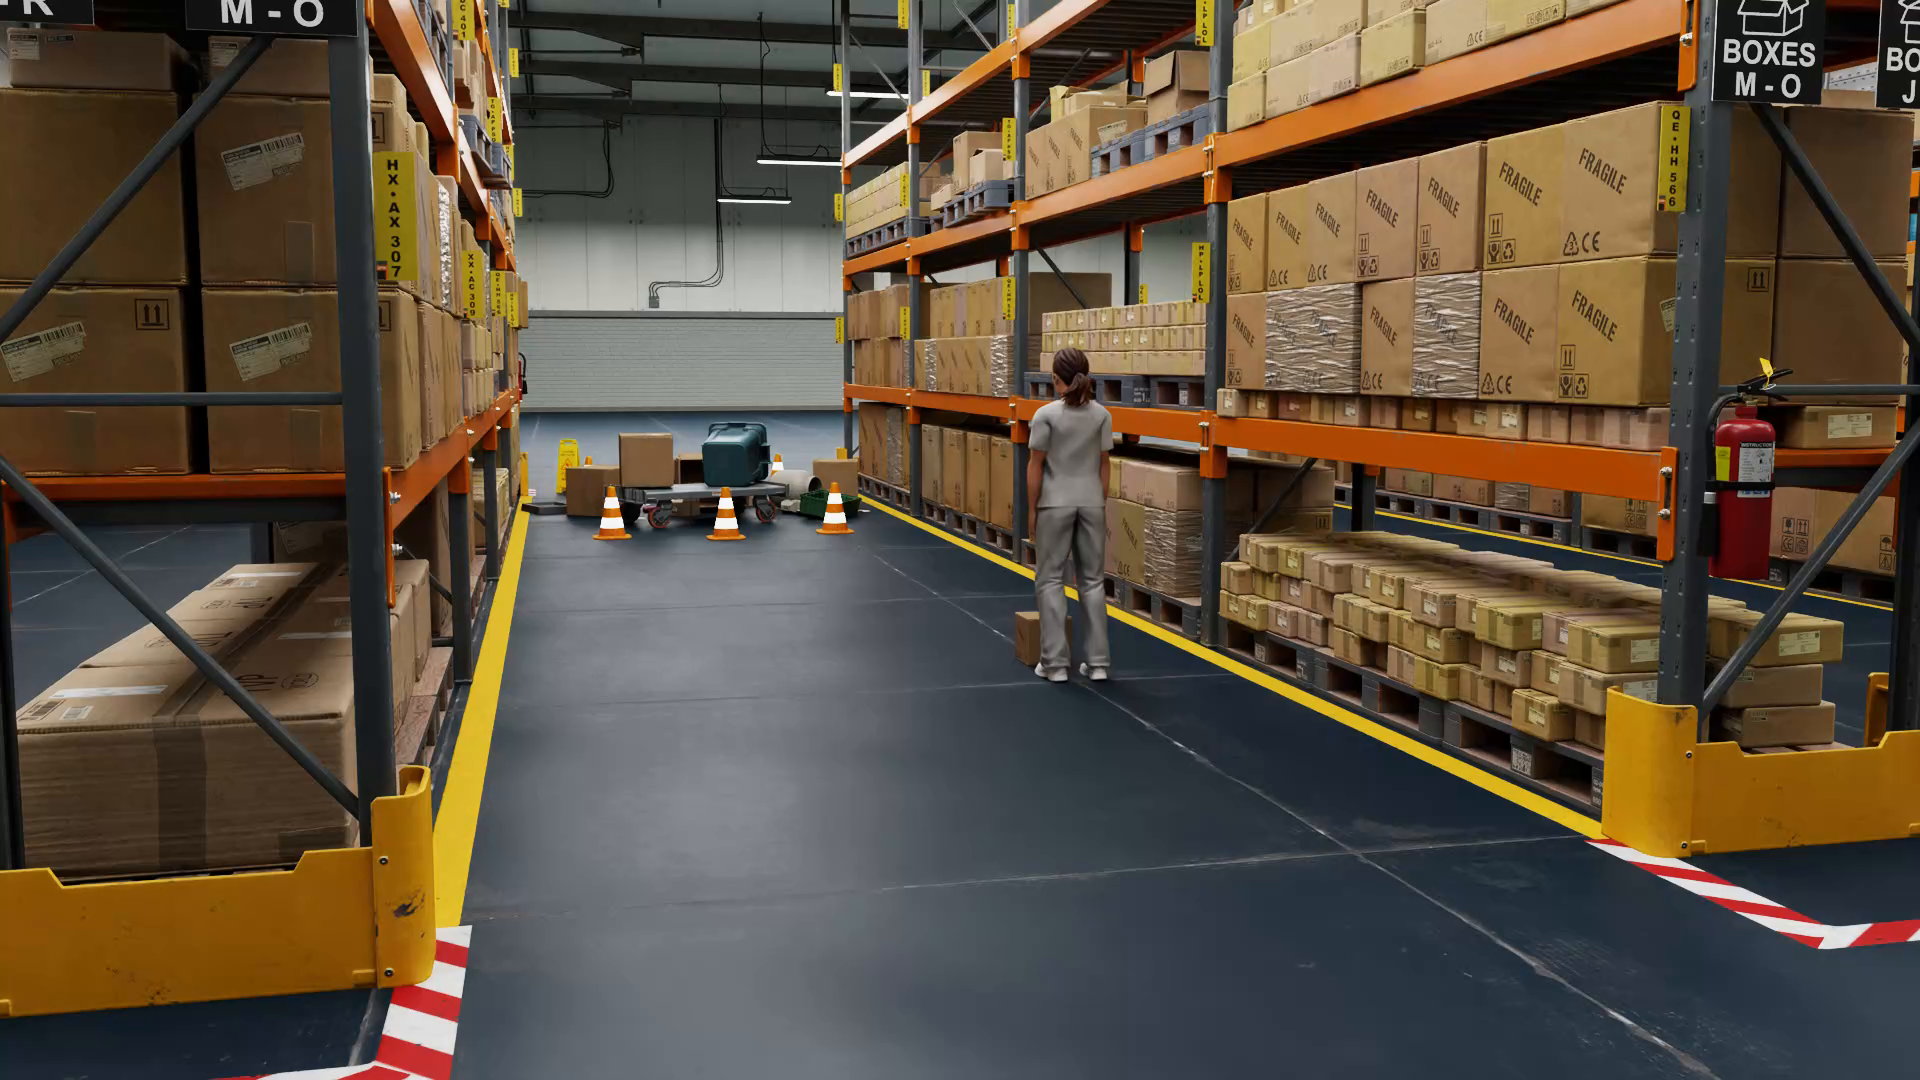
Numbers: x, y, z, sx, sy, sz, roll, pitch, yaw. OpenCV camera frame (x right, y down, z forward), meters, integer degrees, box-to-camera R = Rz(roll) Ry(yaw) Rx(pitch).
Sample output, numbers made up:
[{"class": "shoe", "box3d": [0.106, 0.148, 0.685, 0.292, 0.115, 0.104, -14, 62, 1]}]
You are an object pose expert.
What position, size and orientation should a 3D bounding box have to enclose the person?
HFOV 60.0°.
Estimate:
[{"class": "person", "box3d": [0.551, -0.126, 8.345, 0.439, 1.674, 0.359, -1, 6, -13]}]
